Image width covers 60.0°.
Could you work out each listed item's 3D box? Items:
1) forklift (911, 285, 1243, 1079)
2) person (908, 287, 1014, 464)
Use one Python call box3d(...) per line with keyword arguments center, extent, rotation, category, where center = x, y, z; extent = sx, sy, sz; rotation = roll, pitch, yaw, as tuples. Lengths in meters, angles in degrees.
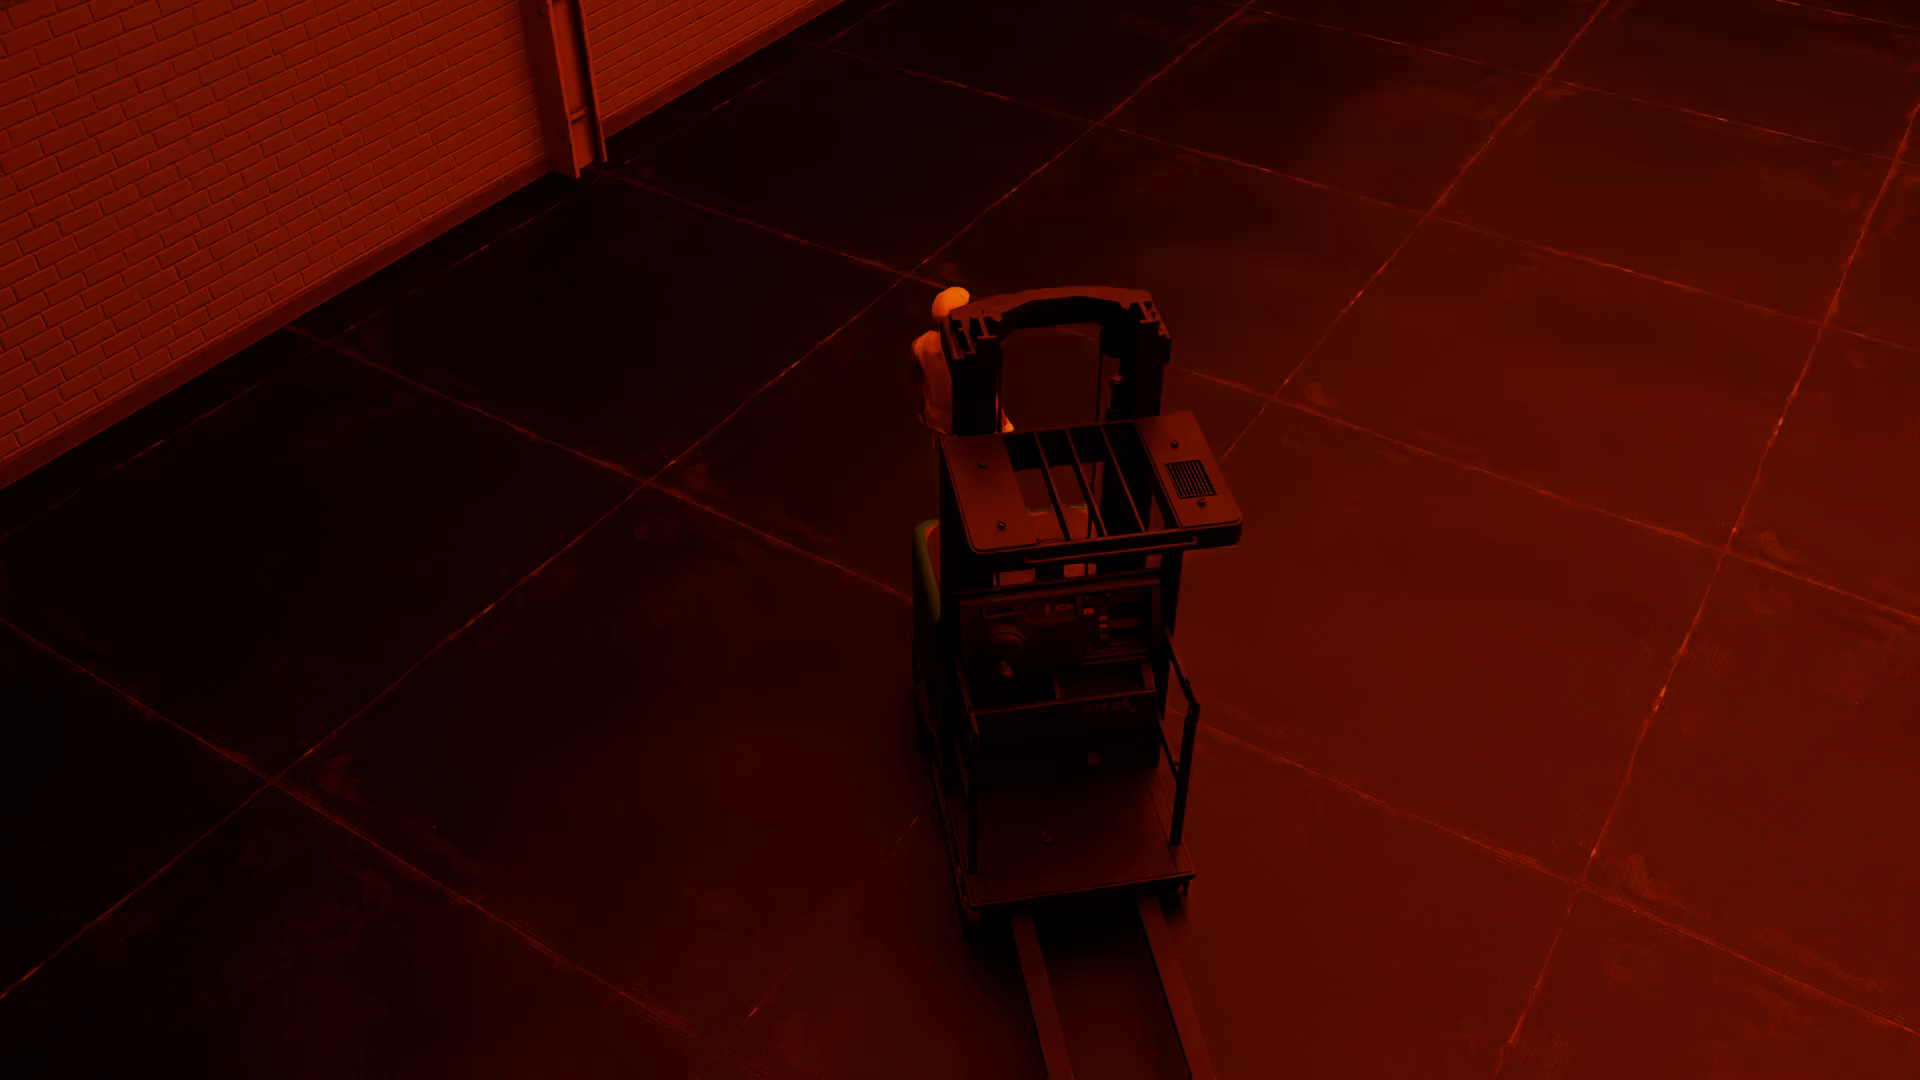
box3d(center=(0.498, 0.485, 7.395), extent=(1.130, 2.935, 3.031), rotation=(-7, 41, -8), category="forklift")
box3d(center=(0.053, -0.729, 9.700), extent=(0.638, 1.789, 0.558), rotation=(22, 45, 24), category="person")
